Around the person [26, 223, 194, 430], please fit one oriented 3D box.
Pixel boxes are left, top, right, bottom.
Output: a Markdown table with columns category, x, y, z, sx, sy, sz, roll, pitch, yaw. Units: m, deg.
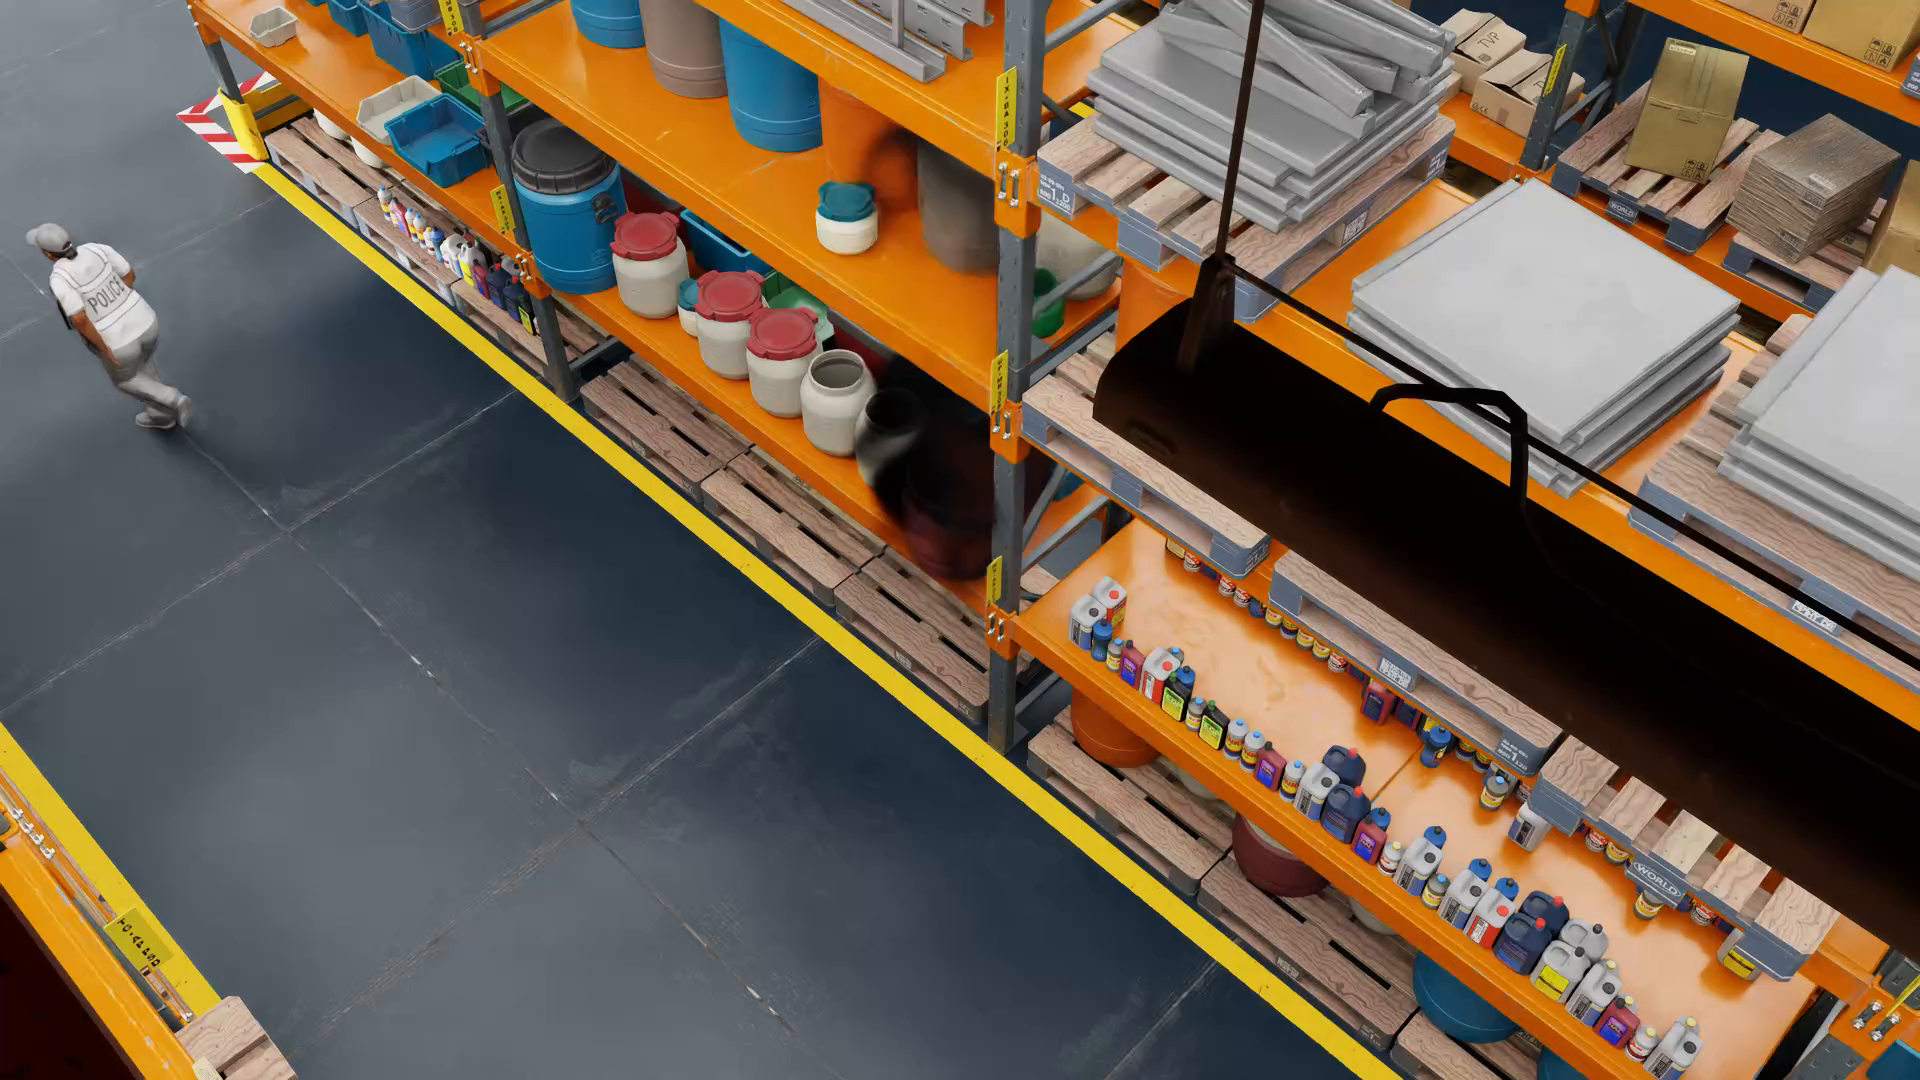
| category | x | y | z | sx | sy | sz | roll | pitch | yaw |
| --- | --- | --- | --- | --- | --- | --- | --- | --- | --- |
| person | -5.247 | -1.282 | 10.443 | 0.755 | 1.611 | 0.572 | 21 | 53 | 17 |
